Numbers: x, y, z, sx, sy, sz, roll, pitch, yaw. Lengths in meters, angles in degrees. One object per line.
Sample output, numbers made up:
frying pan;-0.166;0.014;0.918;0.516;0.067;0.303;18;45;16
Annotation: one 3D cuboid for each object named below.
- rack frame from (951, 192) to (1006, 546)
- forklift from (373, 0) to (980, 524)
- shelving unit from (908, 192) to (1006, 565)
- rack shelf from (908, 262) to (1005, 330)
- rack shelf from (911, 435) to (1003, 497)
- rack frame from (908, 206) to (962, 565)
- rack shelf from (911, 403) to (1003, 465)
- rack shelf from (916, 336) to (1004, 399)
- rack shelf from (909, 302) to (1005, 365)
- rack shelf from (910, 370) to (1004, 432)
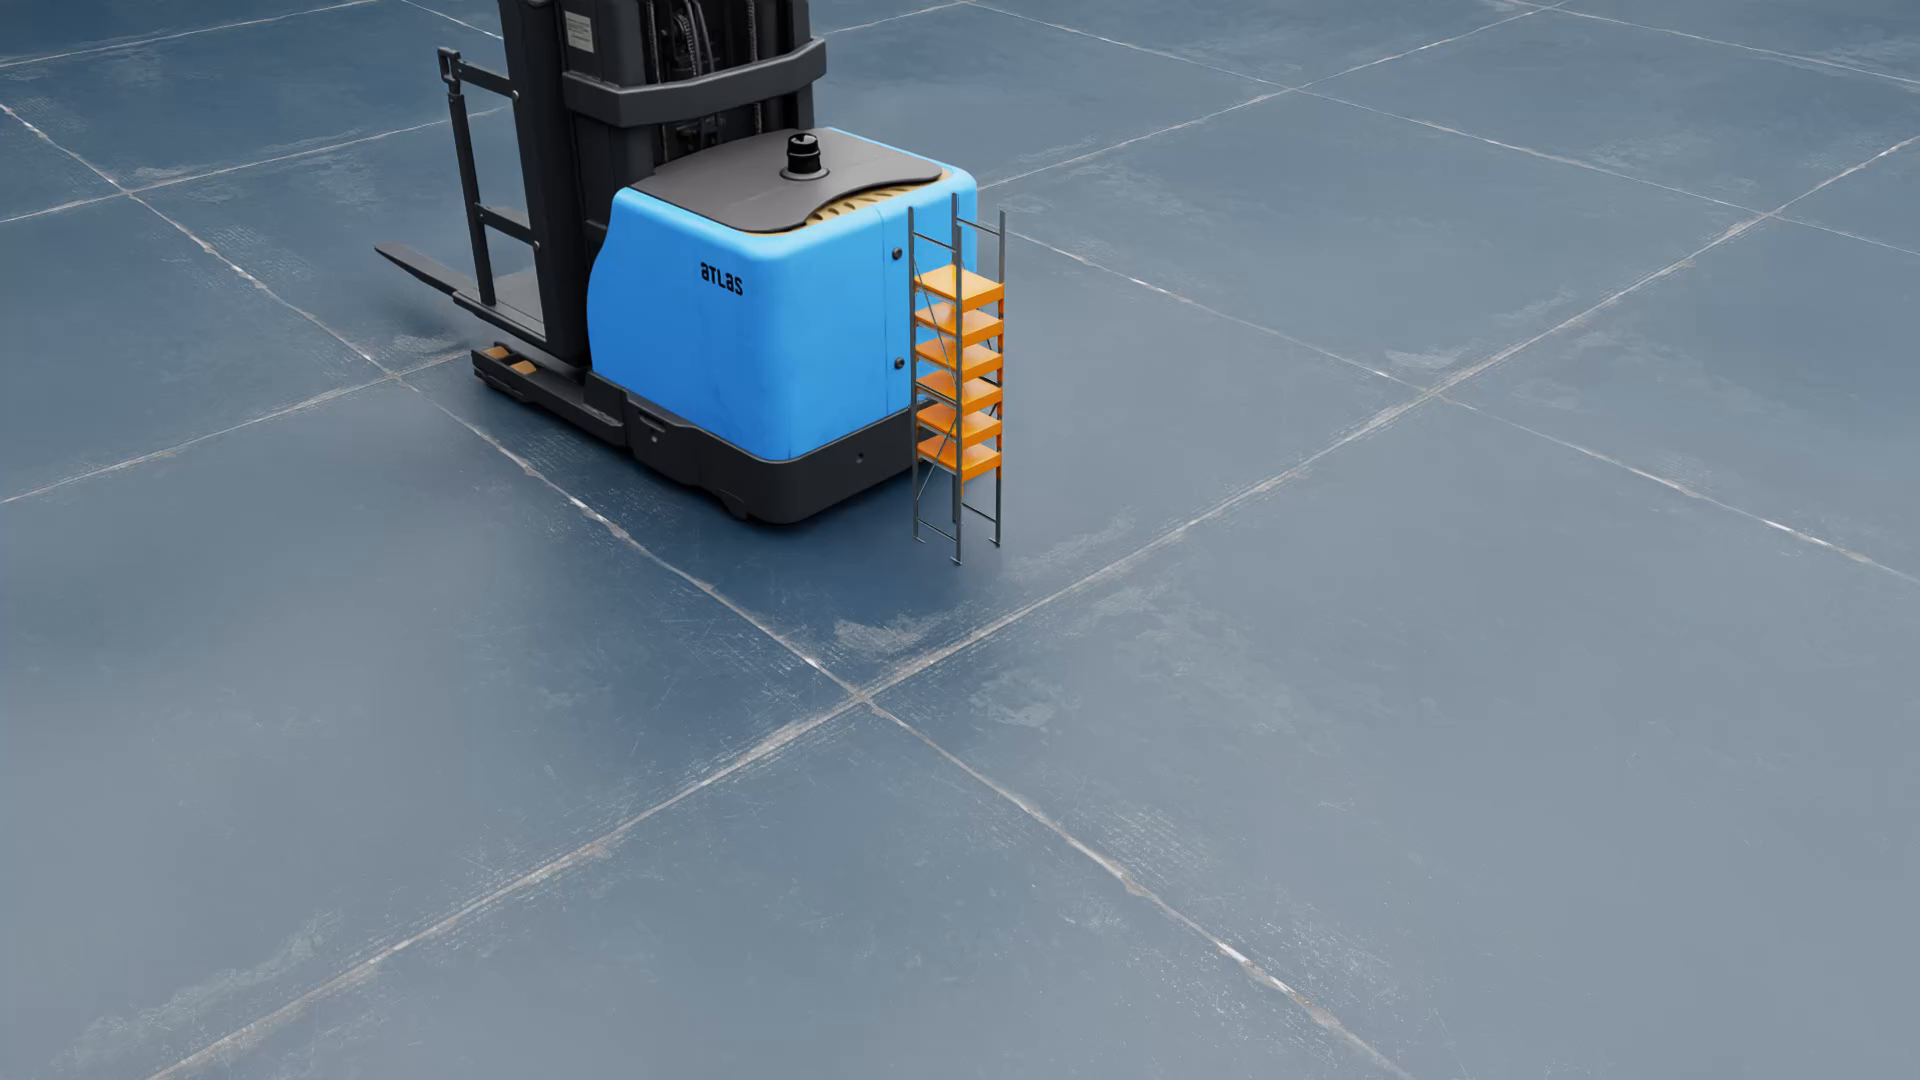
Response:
rack frame;0.056;-0.539;5.482;0.006;1.200;0.240;-26;40;-35
forklift;-1.332;-1.968;6.158;3.031;2.935;1.130;27;40;37
shelving unit;-0.011;-0.507;5.429;0.189;1.200;0.258;-26;40;-35
rack shelf;-0.011;-0.776;5.264;0.180;0.103;0.258;-26;40;-35
rack shelf;-0.011;-0.264;5.577;0.180;0.103;0.258;-26;40;-35
rack frame;-0.078;-0.474;5.376;0.006;1.200;0.240;-26;40;-35
rack shelf;-0.011;-0.366;5.514;0.180;0.103;0.258;-26;40;-35
rack shelf;-0.011;-0.571;5.389;0.180;0.103;0.258;-26;40;-35
rack shelf;-0.011;-0.674;5.327;0.180;0.103;0.258;-26;40;-35
rack shelf;-0.011;-0.469;5.452;0.180;0.103;0.258;-26;40;-35
